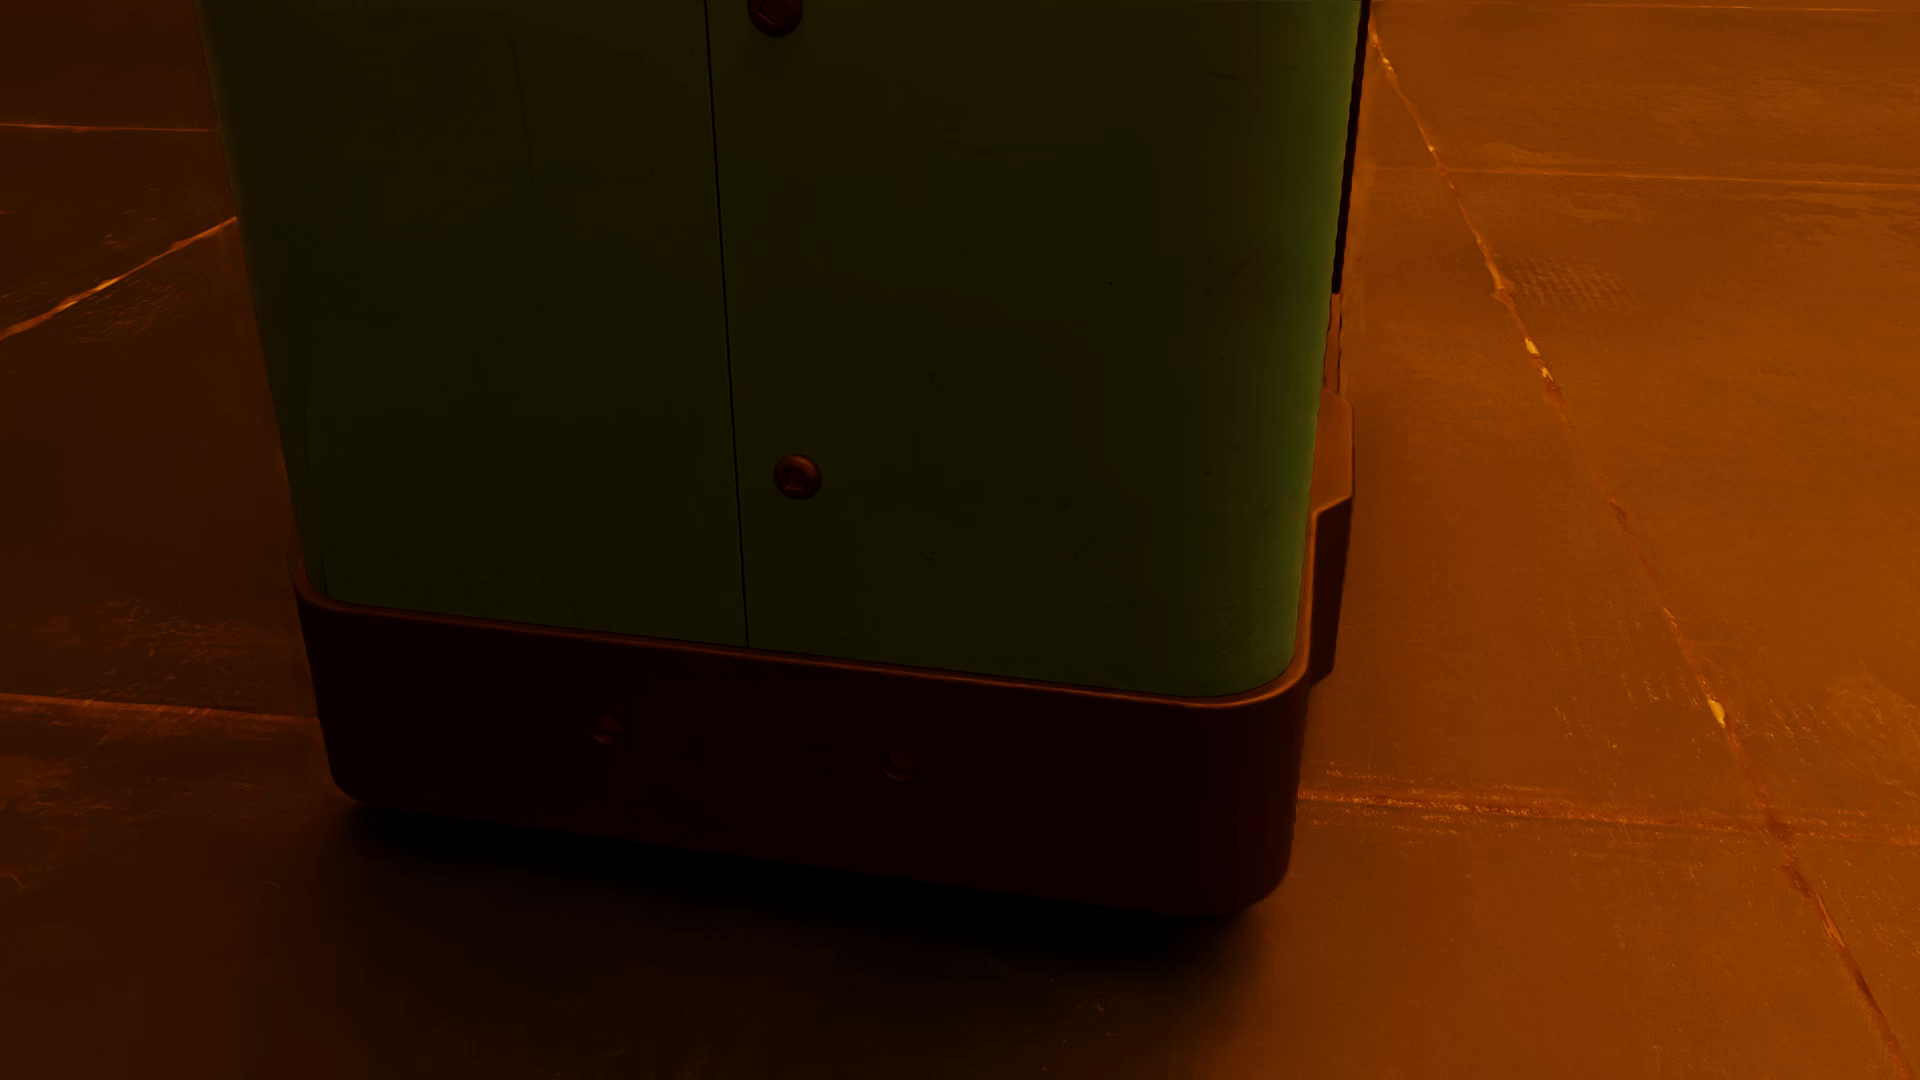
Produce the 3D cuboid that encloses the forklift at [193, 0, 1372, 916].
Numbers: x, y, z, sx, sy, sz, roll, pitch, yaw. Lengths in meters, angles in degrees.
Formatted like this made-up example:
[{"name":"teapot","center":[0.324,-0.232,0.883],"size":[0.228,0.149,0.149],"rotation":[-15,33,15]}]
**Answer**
[{"name":"forklift","center":[0.114,-1.584,2.391],"size":[1.130,2.935,3.031],"rotation":[5,27,11]}]
